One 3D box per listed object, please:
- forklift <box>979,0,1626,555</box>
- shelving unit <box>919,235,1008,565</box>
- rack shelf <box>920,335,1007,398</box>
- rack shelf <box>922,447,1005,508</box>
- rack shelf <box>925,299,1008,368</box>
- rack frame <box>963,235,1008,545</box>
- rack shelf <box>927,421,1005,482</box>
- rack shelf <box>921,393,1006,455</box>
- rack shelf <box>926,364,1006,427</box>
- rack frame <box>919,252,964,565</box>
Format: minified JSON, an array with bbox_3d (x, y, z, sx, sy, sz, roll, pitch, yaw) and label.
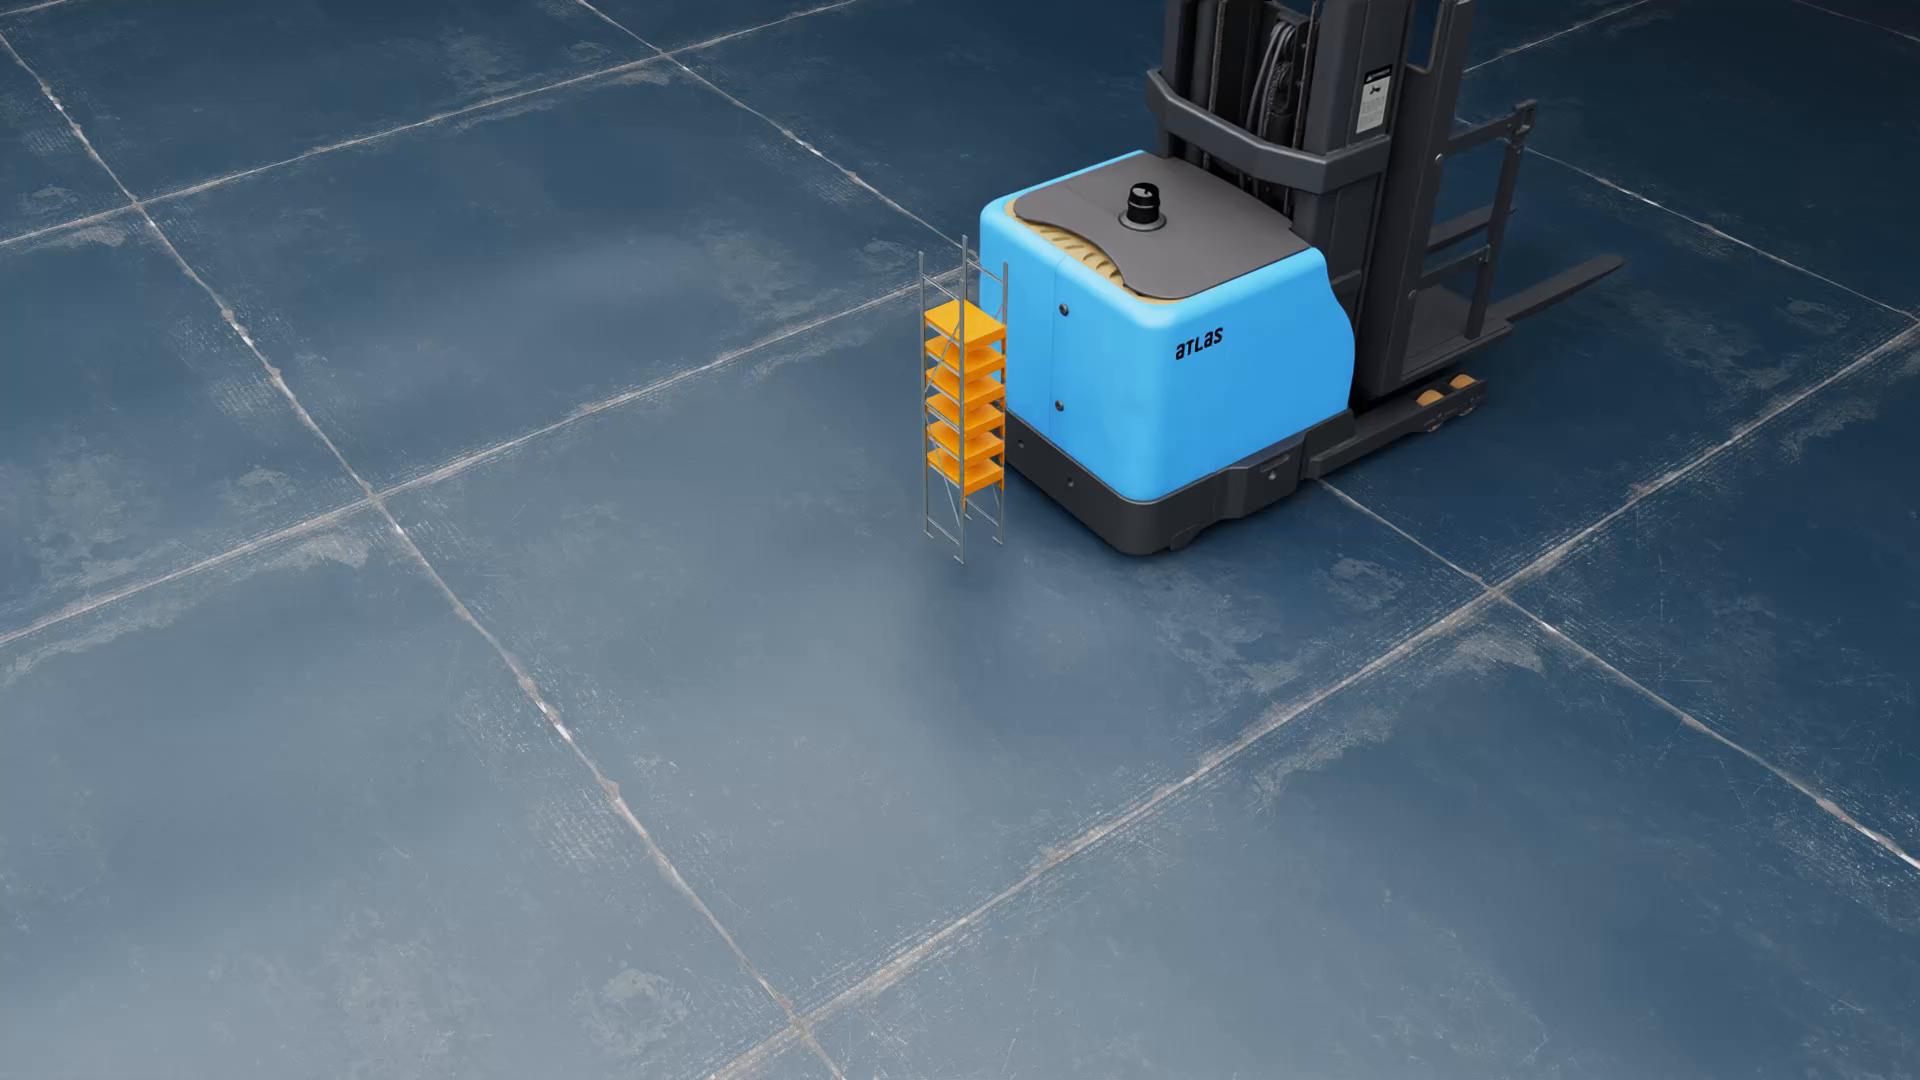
[{"bbox_3d":[1.552,-1.825,6.164,3.031,2.935,1.130,-25,45,-27],"label":"forklift"},{"bbox_3d":[0.011,-0.469,5.876,0.189,1.200,0.258,-26,46,-28],"label":"shelving unit"},{"bbox_3d":[0.011,-0.621,5.752,0.180,0.103,0.258,-26,46,-28],"label":"rack shelf"},{"bbox_3d":[0.011,-0.250,6.057,0.180,0.103,0.258,-26,46,-28],"label":"rack shelf"},{"bbox_3d":[0.011,-0.713,5.676,0.180,0.103,0.258,-26,46,-28],"label":"rack shelf"},{"bbox_3d":[0.084,-0.505,5.919,0.006,1.200,0.240,-26,46,-28],"label":"rack frame"},{"bbox_3d":[0.011,-0.342,5.981,0.180,0.103,0.258,-26,46,-28],"label":"rack shelf"},{"bbox_3d":[0.011,-0.435,5.904,0.180,0.103,0.258,-26,46,-28],"label":"rack shelf"},{"bbox_3d":[0.011,-0.528,5.828,0.180,0.103,0.258,-26,46,-28],"label":"rack shelf"},{"bbox_3d":[-0.061,-0.434,5.833,0.006,1.200,0.240,-26,46,-28],"label":"rack frame"}]
